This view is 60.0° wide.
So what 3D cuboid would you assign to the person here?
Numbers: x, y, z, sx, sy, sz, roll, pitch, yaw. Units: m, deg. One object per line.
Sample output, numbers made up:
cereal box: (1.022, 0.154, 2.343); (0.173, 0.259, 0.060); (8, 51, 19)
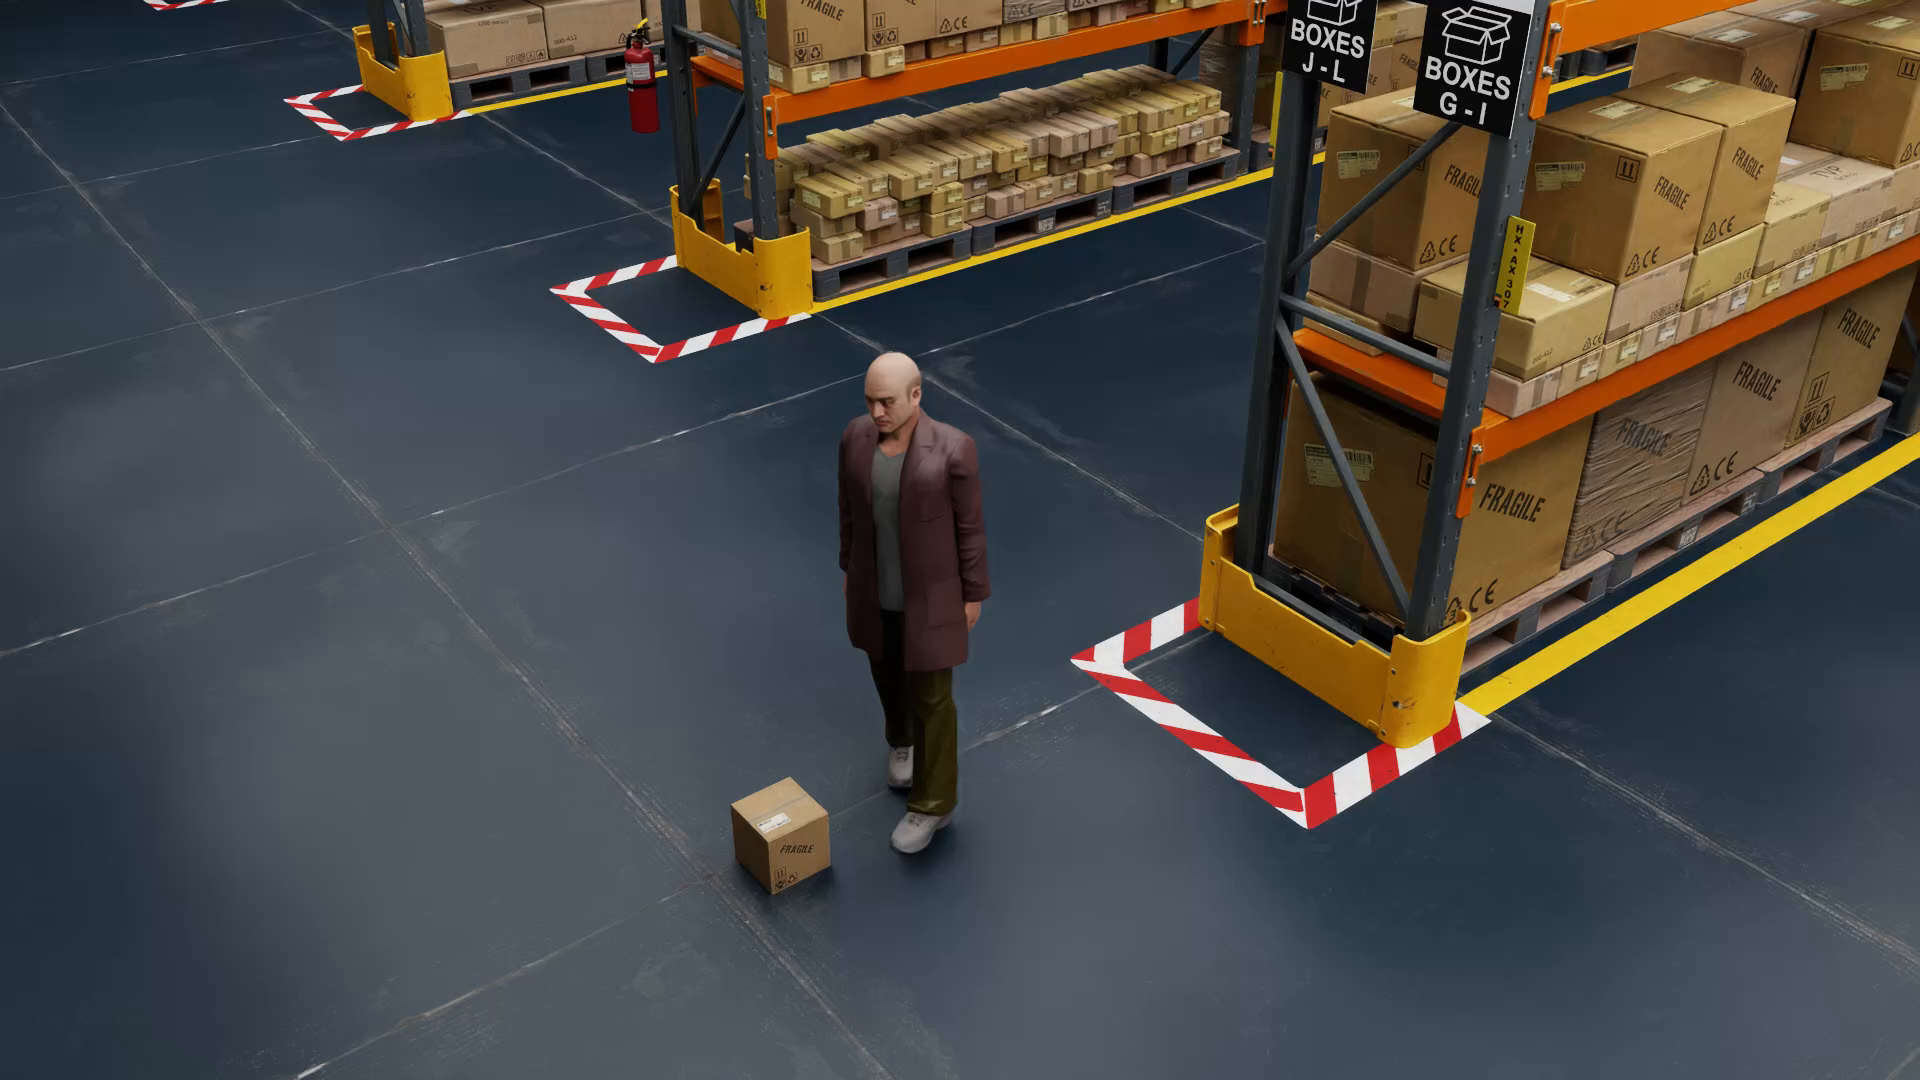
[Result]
person: (-0.221, 0.216, 5.793); (0.599, 1.775, 0.722); (14, 34, 21)
